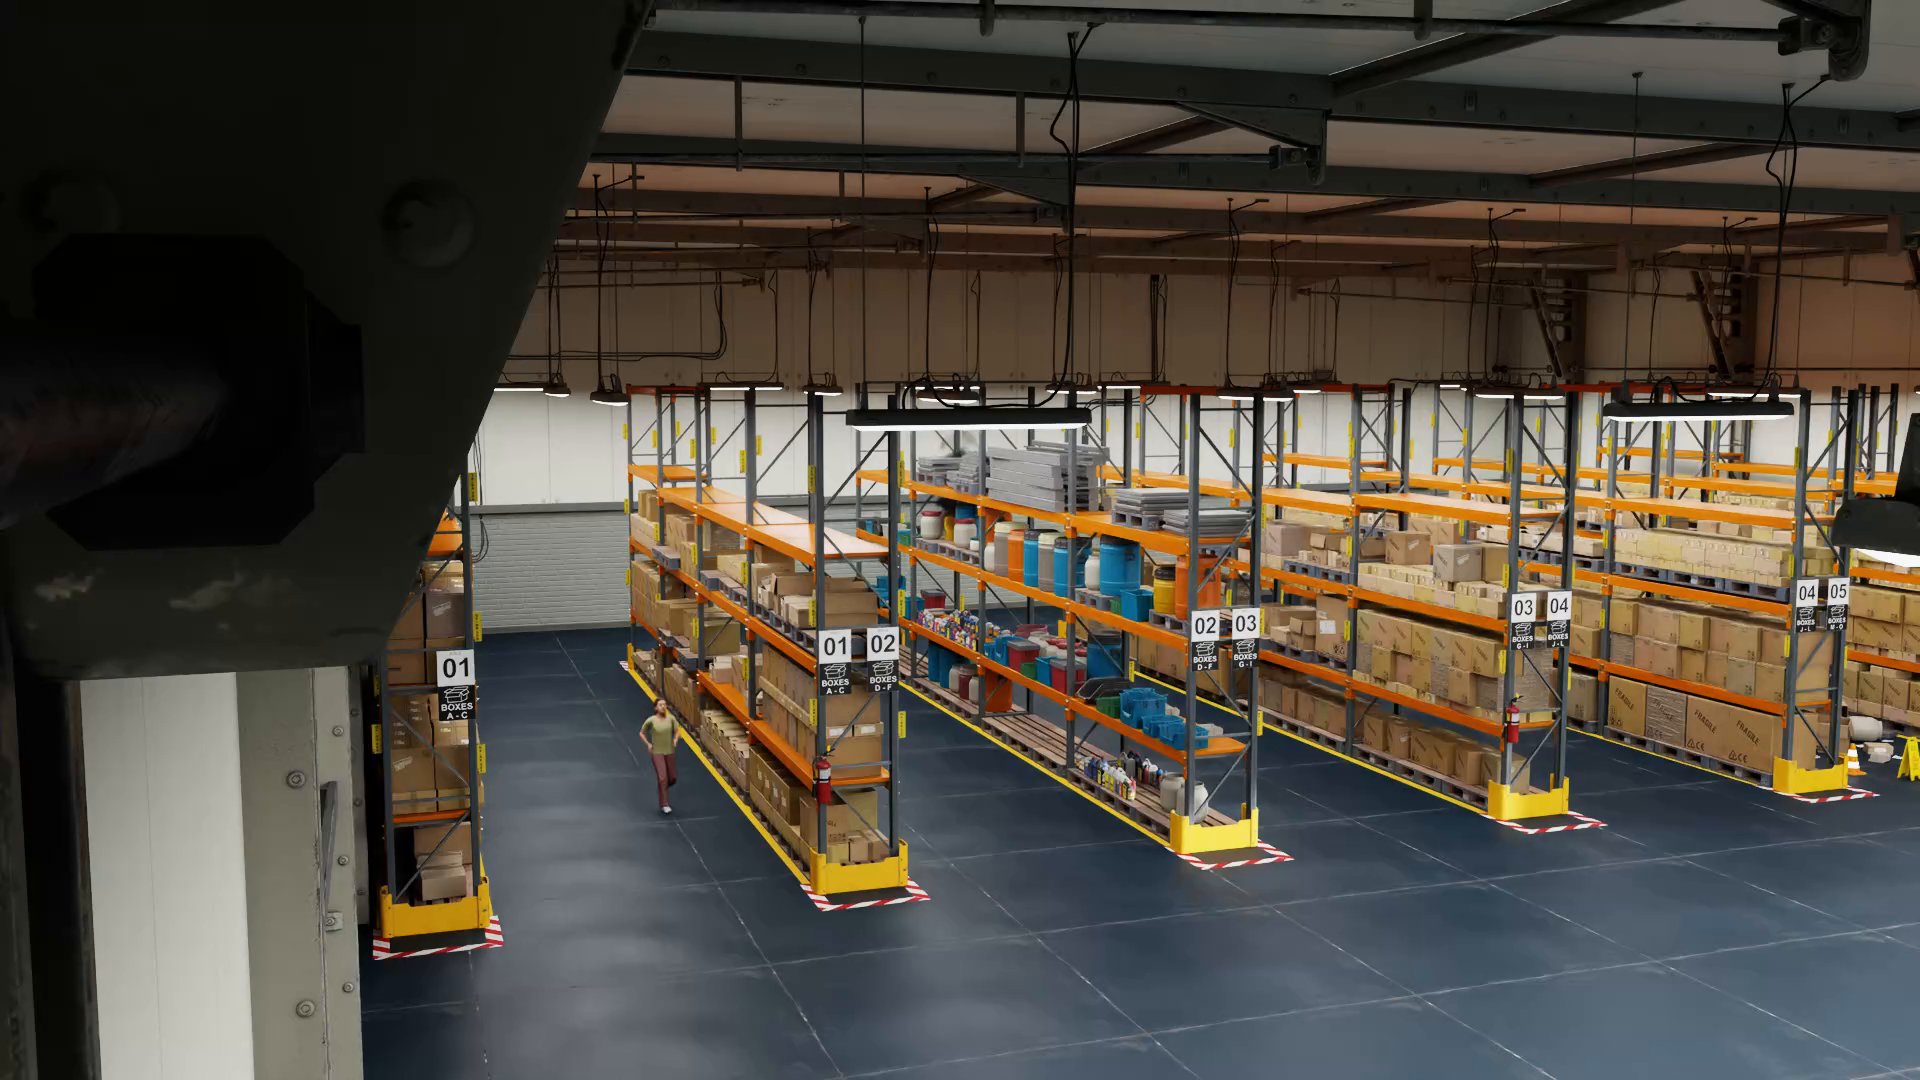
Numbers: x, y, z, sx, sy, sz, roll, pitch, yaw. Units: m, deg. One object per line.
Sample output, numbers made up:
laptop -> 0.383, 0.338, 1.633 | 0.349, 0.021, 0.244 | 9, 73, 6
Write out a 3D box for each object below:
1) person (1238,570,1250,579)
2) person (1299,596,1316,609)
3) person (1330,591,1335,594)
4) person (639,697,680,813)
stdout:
person -> 6.843, 1.279, 40.909 | 0.822, 1.697, 0.576 | -5, 8, -41
person -> 8.611, 1.288, 40.973 | 0.707, 1.662, 0.533 | -4, 7, -37
person -> 7.702, 1.907, 34.359 | 0.705, 1.837, 0.946 | -1, 6, -13
person -> -4.294, 3.056, 23.881 | 0.584, 1.625, 0.724 | -3, 7, -26
